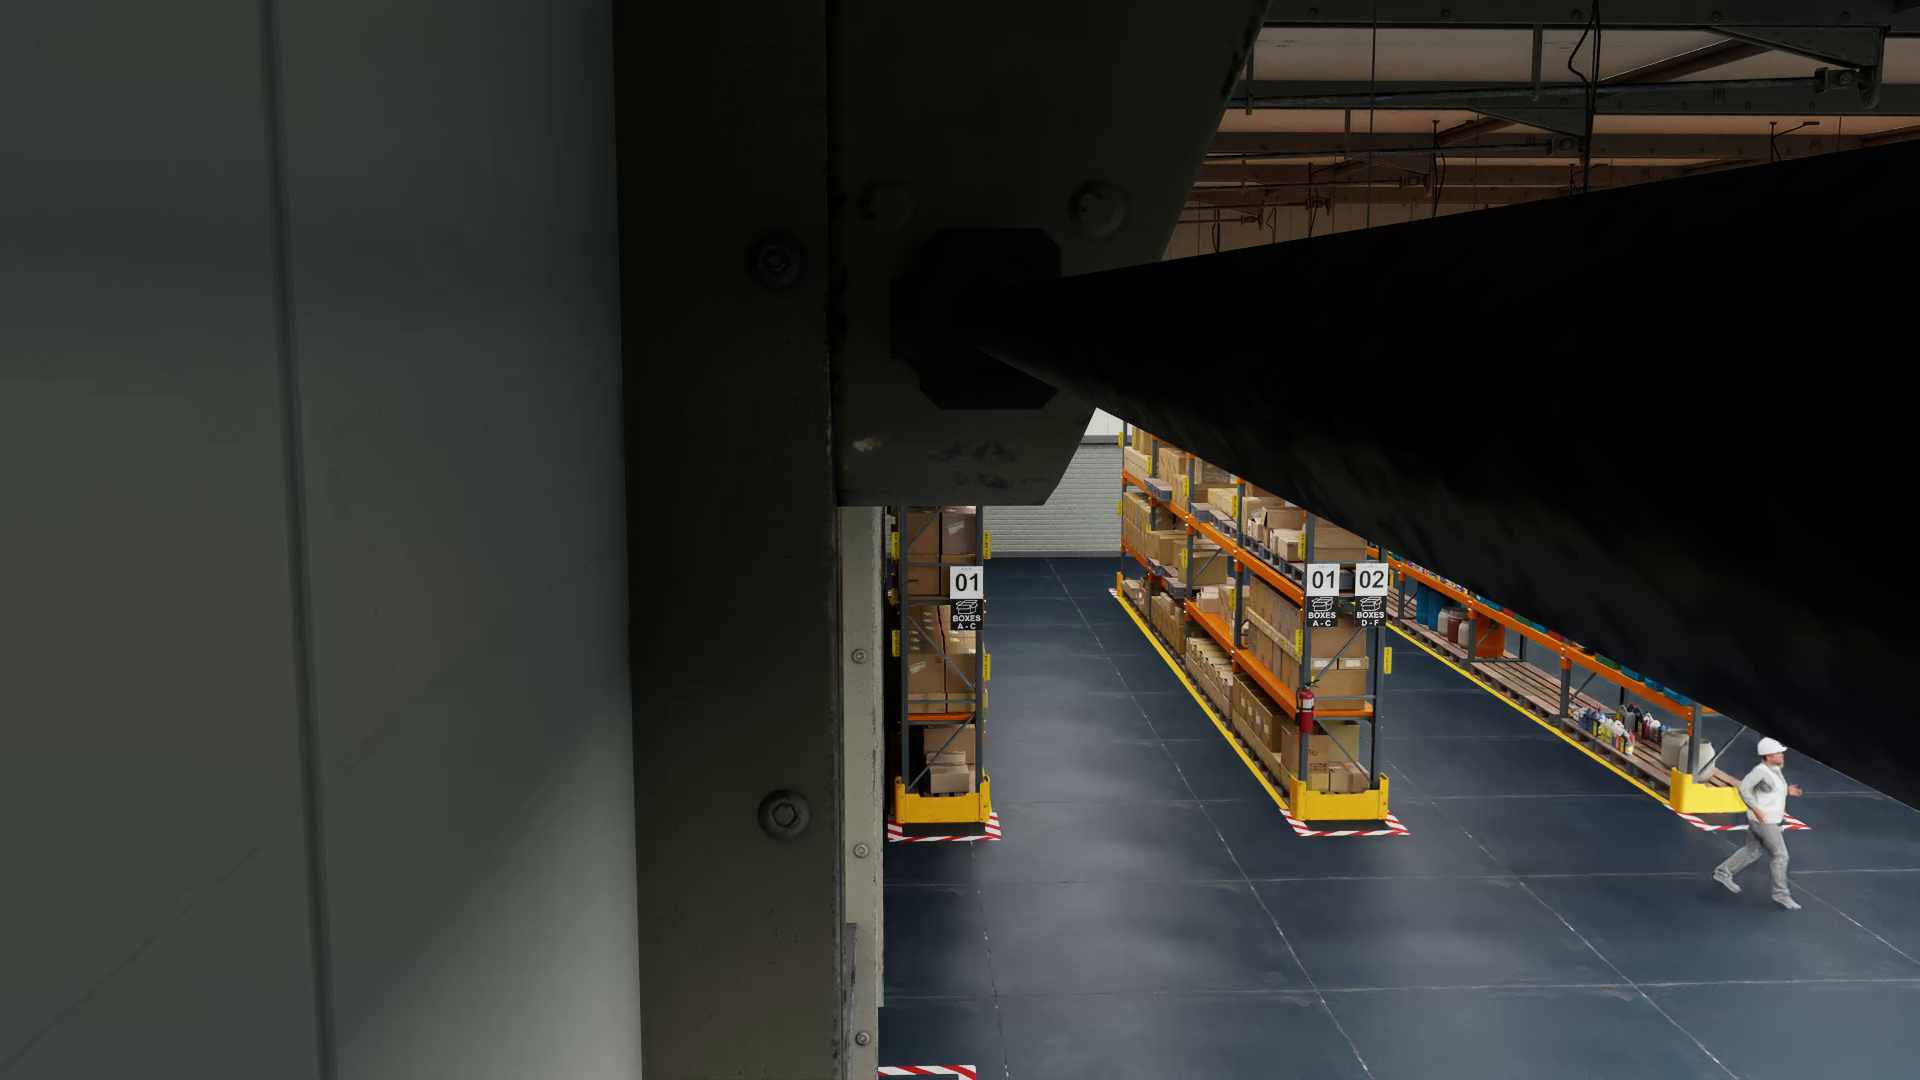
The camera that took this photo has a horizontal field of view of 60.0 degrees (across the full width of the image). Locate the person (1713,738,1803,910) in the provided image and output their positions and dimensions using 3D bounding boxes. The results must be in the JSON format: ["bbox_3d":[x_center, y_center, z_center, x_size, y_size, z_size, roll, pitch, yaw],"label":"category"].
[{"bbox_3d":[8.538,2.979,17.708,0.871,1.813,0.638,4,9,26],"label":"person"}]
